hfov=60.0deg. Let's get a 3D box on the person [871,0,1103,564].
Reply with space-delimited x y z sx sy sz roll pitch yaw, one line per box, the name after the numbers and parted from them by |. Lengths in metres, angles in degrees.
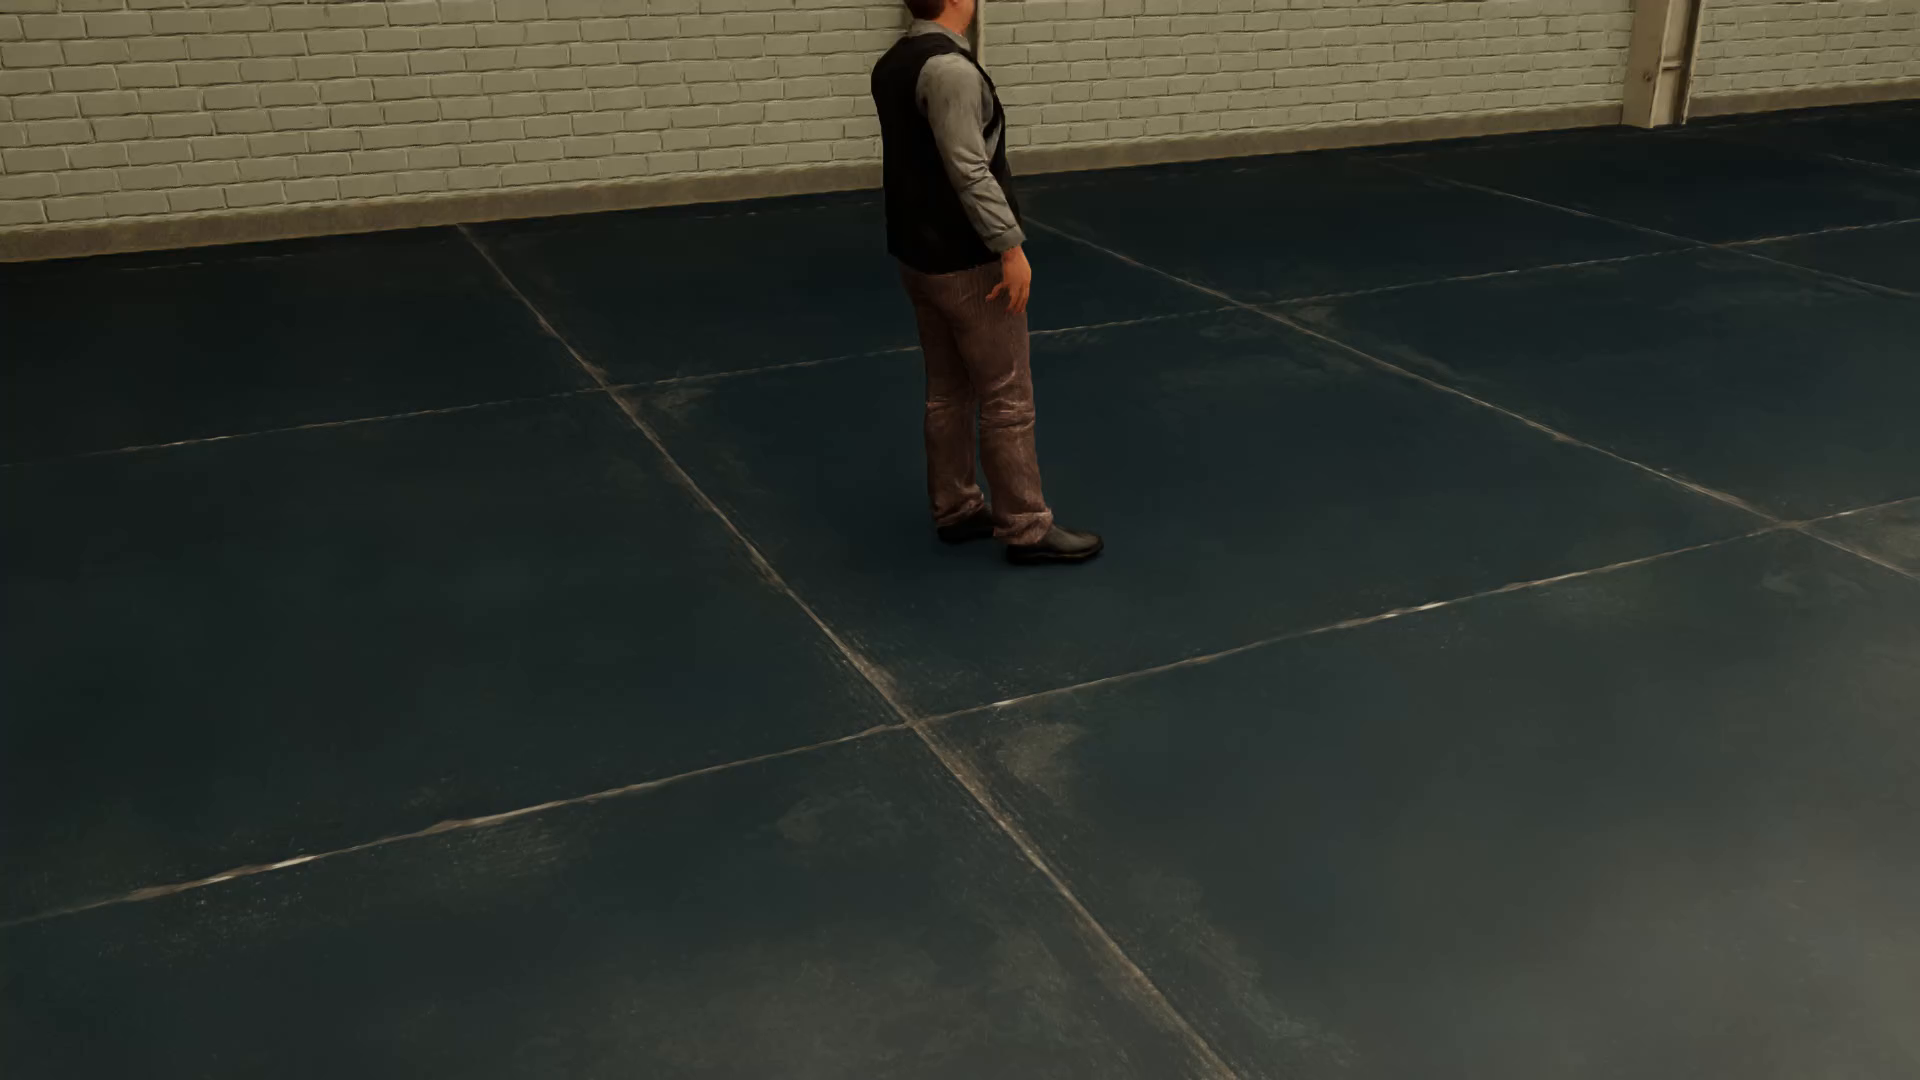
0.060 -0.809 4.791 0.567 1.720 0.632 -10 25 -23 | person
